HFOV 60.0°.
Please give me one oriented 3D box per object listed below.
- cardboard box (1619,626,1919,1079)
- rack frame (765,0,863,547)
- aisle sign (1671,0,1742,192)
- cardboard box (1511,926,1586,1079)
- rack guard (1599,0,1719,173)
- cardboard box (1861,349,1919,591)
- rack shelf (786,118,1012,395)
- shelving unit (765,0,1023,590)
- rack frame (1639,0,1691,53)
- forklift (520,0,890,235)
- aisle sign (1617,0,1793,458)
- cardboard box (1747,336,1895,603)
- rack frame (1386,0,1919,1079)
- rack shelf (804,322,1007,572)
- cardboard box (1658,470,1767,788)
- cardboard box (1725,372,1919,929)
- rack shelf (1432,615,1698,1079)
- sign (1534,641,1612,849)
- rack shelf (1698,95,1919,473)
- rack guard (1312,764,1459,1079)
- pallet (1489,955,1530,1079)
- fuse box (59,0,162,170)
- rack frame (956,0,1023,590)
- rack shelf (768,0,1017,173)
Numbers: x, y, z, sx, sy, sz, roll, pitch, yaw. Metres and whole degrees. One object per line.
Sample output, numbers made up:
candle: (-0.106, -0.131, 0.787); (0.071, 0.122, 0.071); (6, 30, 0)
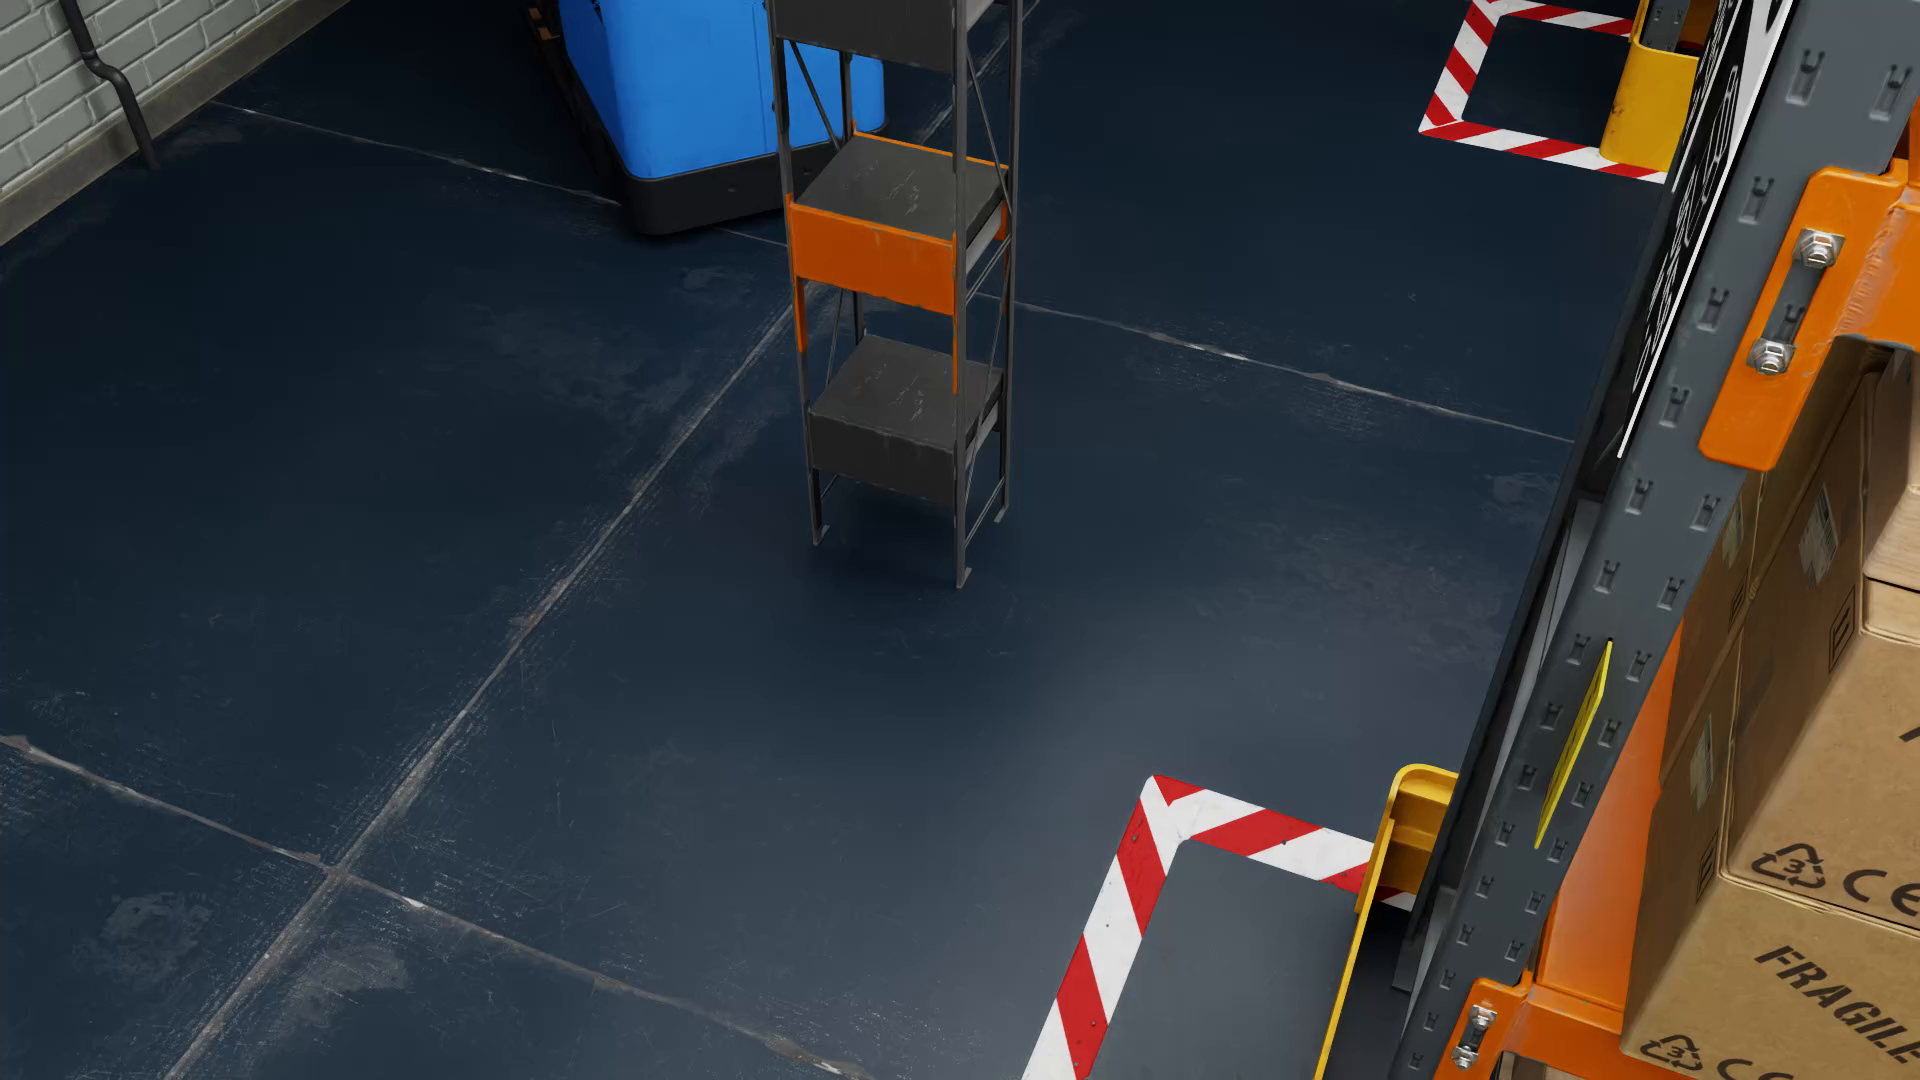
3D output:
cardboard box: (1.353, 0.531, 2.519); (0.500, 0.500, 0.500); (16, 47, 16)
rack frame: (-0.378, -0.856, 4.621); (0.015, 2.100, 0.400); (16, 47, 16)
aisle sign: (1.074, -0.894, 2.179); (0.004, 0.787, 0.394); (16, 47, 16)
cardboard box: (1.668, 1.122, 3.514); (0.875, 0.438, 0.875); (15, 47, 15)
rack guard: (2.998, -2.077, 6.983); (0.348, 0.500, 1.175); (16, 47, 16)
cardboard box: (1.242, -0.094, 1.979); (0.250, 0.149, 0.380); (17, 47, 17)
rack shelf: (-0.153, -0.780, 4.564); (0.480, 0.518, 0.431); (16, 47, 16)
shelving unit: (-0.153, -0.789, 4.555); (0.503, 2.100, 0.431); (16, 47, 16)
rack frame: (2.928, -2.983, 6.122); (0.127, 3.000, 1.000); (16, 47, 16)
forklift: (-1.317, -3.248, 6.436); (1.130, 2.935, 3.031); (-17, 47, -16)
aisle sign: (0.843, -0.504, 1.786); (0.004, 0.787, 0.394); (16, 47, 16)
cardboard box: (1.557, -0.165, 2.510); (0.500, 0.500, 0.500); (18, 48, 17)
rack frame: (1.021, 0.249, 2.873); (0.127, 3.000, 1.000); (16, 47, 16)
rack shelf: (-0.153, -0.283, 5.058); (0.480, 0.518, 0.431); (16, 47, 16)
cardboard box: (1.568, 0.172, 2.880); (0.500, 0.500, 0.500); (17, 47, 16)
cardboard box: (1.354, 0.175, 2.168); (0.500, 0.500, 0.500); (15, 47, 15)
rack shelf: (2.866, 1.047, 2.581); (4.000, 0.370, 1.077); (16, 47, 16)
sign: (0.801, 0.273, 2.179); (0.005, 0.325, 0.100); (16, 47, 16)
rack shelf: (2.866, -0.016, 1.523); (4.000, 0.370, 1.077); (16, 47, 16)
rack guard: (0.998, 1.128, 3.761); (0.348, 0.500, 1.175); (16, 47, 16)
pallet: (1.789, 1.404, 3.690); (1.213, 0.211, 1.003); (16, 47, 16)
fuse box: (-3.249, -2.138, 6.186); (0.414, 1.711, 0.539); (16, 47, 16)
rack frame: (0.072, -0.723, 4.488); (0.015, 2.100, 0.400); (16, 47, 16)
rack shelf: (-0.153, -1.276, 4.070); (0.480, 0.518, 0.431); (16, 47, 16)
